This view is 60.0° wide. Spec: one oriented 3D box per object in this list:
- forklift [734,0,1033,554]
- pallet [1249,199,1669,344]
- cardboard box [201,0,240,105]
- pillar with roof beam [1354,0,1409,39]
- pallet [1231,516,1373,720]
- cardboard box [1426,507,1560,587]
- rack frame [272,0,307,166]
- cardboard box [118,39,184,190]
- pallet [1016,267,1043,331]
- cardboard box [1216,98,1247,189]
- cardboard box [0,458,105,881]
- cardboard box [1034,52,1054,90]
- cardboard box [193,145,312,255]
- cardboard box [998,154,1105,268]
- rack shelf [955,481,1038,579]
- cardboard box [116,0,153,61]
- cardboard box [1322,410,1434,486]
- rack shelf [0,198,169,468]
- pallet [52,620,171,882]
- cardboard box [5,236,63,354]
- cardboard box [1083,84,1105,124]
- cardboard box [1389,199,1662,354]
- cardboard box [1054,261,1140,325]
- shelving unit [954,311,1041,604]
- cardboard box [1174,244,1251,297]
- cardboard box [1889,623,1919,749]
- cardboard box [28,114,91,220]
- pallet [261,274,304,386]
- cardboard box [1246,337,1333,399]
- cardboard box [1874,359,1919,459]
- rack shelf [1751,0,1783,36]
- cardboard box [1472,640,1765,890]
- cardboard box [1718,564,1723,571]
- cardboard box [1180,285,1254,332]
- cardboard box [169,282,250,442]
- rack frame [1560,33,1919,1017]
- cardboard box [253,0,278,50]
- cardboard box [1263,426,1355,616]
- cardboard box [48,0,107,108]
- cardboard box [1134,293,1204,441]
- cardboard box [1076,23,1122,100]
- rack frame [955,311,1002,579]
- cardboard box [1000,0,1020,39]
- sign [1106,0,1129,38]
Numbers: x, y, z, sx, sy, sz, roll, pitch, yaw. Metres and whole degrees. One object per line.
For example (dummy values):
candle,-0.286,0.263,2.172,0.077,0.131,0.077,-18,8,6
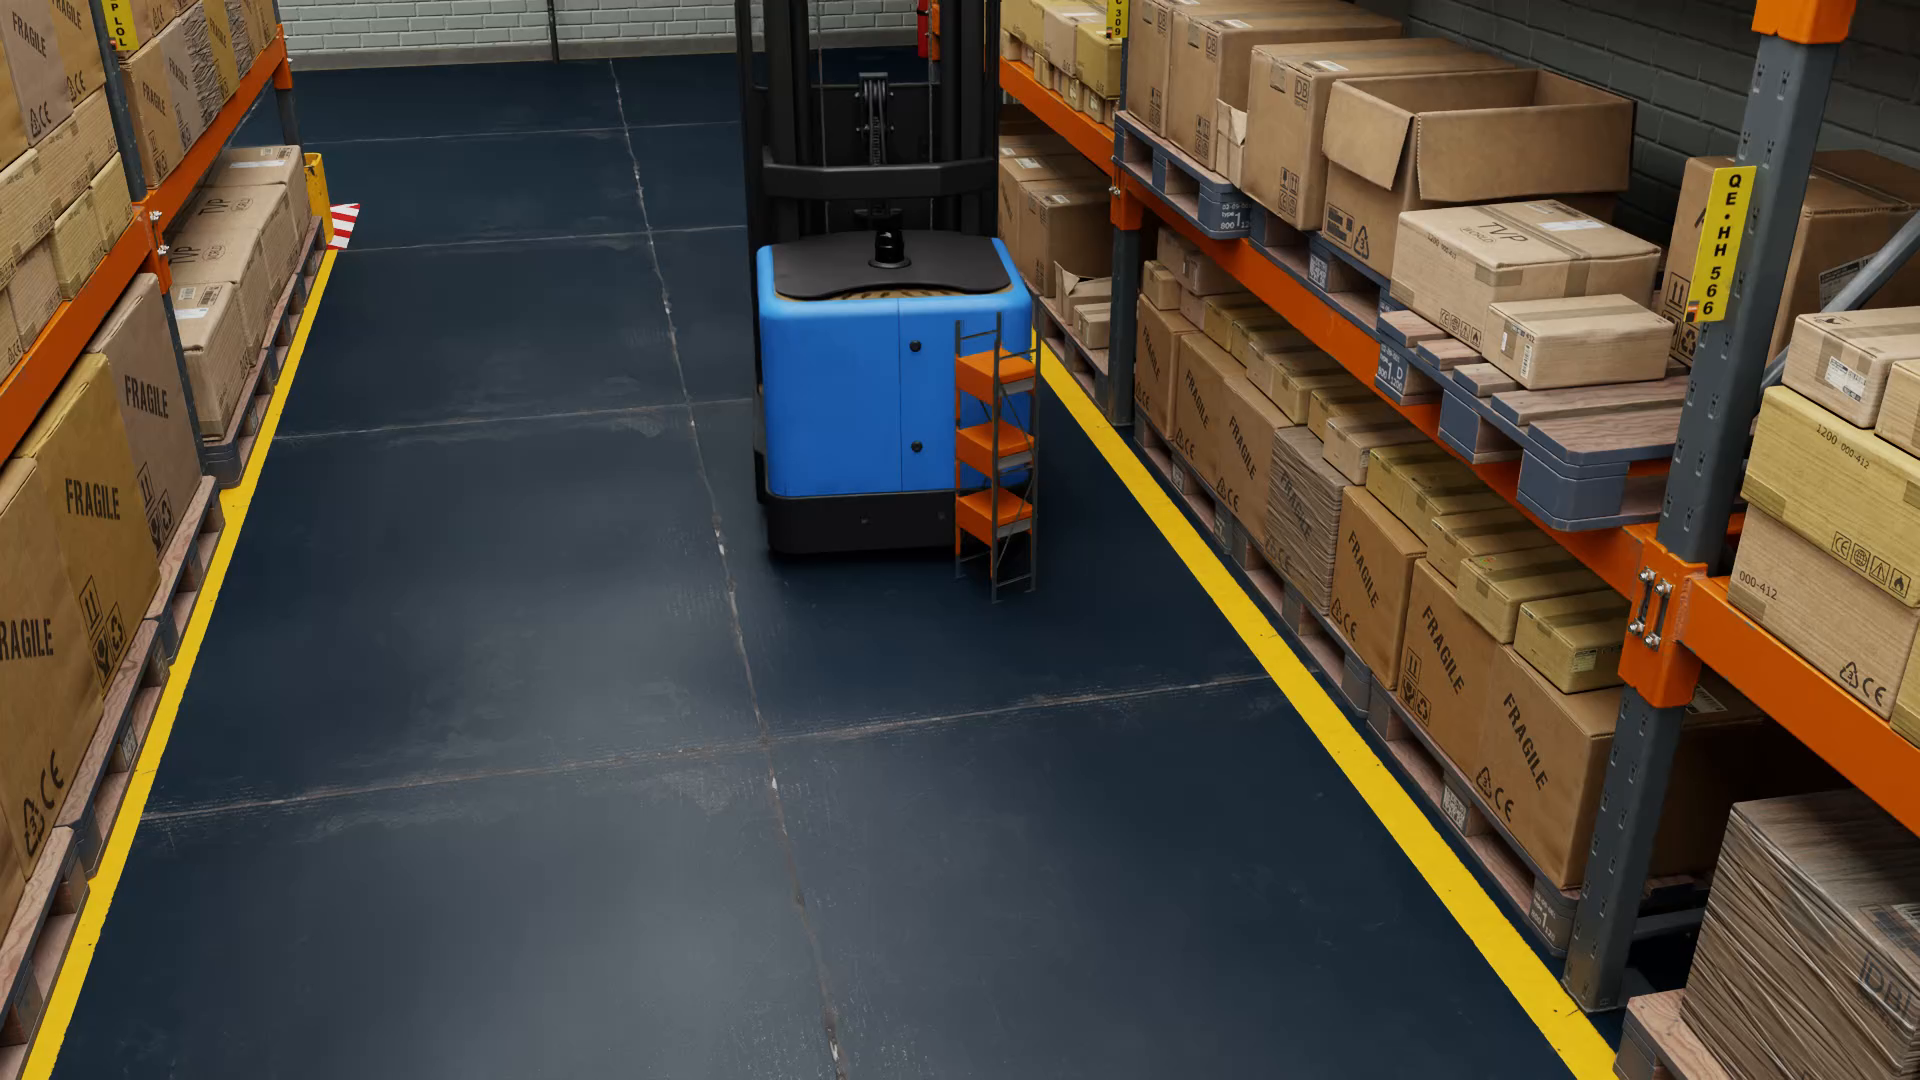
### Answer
forklift,-0.409,-1.890,7.241,1.130,2.935,3.031,-3,27,-6
pallet,1.650,-0.950,5.517,1.003,0.211,1.213,-6,27,-12
cardboard box,-3.826,-2.377,8.019,0.500,0.500,0.500,-5,27,-10
pillar with roof beam,-2.282,-4.577,5.832,9.100,9.000,0.400,-6,27,-12
pallet,1.690,0.196,6.128,1.003,0.211,1.213,-6,27,-12
cardboard box,1.627,0.028,4.954,0.380,0.149,0.250,-7,28,-13
rack frame,-4.545,-3.189,9.740,1.000,3.000,0.127,-6,27,-12
cardboard box,-3.494,-1.710,6.699,0.500,0.500,0.500,-5,27,-10
pallet,0.759,-1.532,9.552,1.003,0.211,1.213,-6,27,-12
cardboard box,1.131,-1.418,5.913,0.396,0.266,0.258,-5,27,-9
cardboard box,-3.014,0.380,4.560,0.875,0.875,0.875,-6,27,-11
cardboard box,0.594,-2.392,8.439,0.380,0.149,0.250,-6,27,-12
cardboard box,-4.299,-1.953,9.668,0.875,0.438,0.875,-7,28,-13
cardboard box,0.512,-1.867,9.428,0.500,0.500,0.500,-5,27,-11
rack shelf,0.135,-0.040,6.305,0.215,0.259,0.240,-17,31,-30
cardboard box,-3.515,-2.158,6.476,0.500,0.500,0.500,-6,27,-11
cardboard box,1.463,-0.320,5.643,0.380,0.149,0.250,-7,28,-14
rack shelf,-3.193,-0.234,4.683,1.077,0.370,4.000,-6,27,-12
pallet,-3.118,0.679,5.170,1.003,0.211,1.213,-6,27,-12
cardboard box,-3.088,-0.748,5.069,0.500,0.250,0.500,-7,28,-13
cardboard box,0.794,-2.053,7.768,0.380,0.149,0.250,-5,27,-10
cardboard box,1.540,-0.734,4.575,0.500,0.250,0.500,-7,28,-14
cardboard box,0.699,-1.277,8.520,0.396,0.266,0.258,-5,27,-10
shelving unit,0.135,-0.298,6.175,0.215,1.050,0.252,-17,31,-30
cardboard box,1.118,-1.139,6.936,0.380,0.149,0.250,-7,28,-14
cardboard box,2.063,0.325,2.944,0.500,0.250,0.500,-7,28,-13
cardboard box,-3.188,-1.202,5.414,0.500,0.250,0.500,-5,27,-10
pallet,-4.017,-1.067,8.629,1.003,0.211,1.213,-6,27,-12
cardboard box,1.315,-0.658,6.313,0.380,0.149,0.250,-6,27,-12
cardboard box,1.939,-0.230,3.046,0.380,0.149,0.250,-5,27,-10
rack shelf,1.642,-2.079,5.009,1.077,0.370,4.000,-6,27,-12
cardboard box,1.788,0.582,4.577,0.500,0.500,0.500,-5,27,-10
cardboard box,2.245,0.076,4.859,0.380,0.149,0.250,-5,27,-10
cardboard box,1.151,-1.002,6.994,0.380,0.149,0.250,-7,28,-13
cardboard box,-3.681,-0.763,7.311,0.875,0.438,0.875,-6,27,-12
rack frame,2.093,-0.183,3.783,1.000,3.000,0.127,-6,27,-12
cardboard box,-4.179,-3.049,9.351,0.500,0.500,0.500,-6,27,-11
cardboard box,1.430,-0.095,5.917,0.500,0.500,0.500,-7,28,-13
cardboard box,-3.298,-1.754,5.675,0.500,0.500,0.500,-5,27,-10
cardboard box,1.081,-0.775,7.265,0.500,0.500,0.500,-5,27,-9
cardboard box,0.839,-2.204,7.623,0.500,0.250,0.500,-5,27,-10
rack frame,0.067,-0.343,6.265,0.200,1.050,0.008,-17,31,-30
cardboard box,0.497,-2.868,8.940,0.500,0.250,0.500,-7,28,-13
sign,0.664,-2.267,6.952,0.100,0.325,0.005,-6,27,-12
